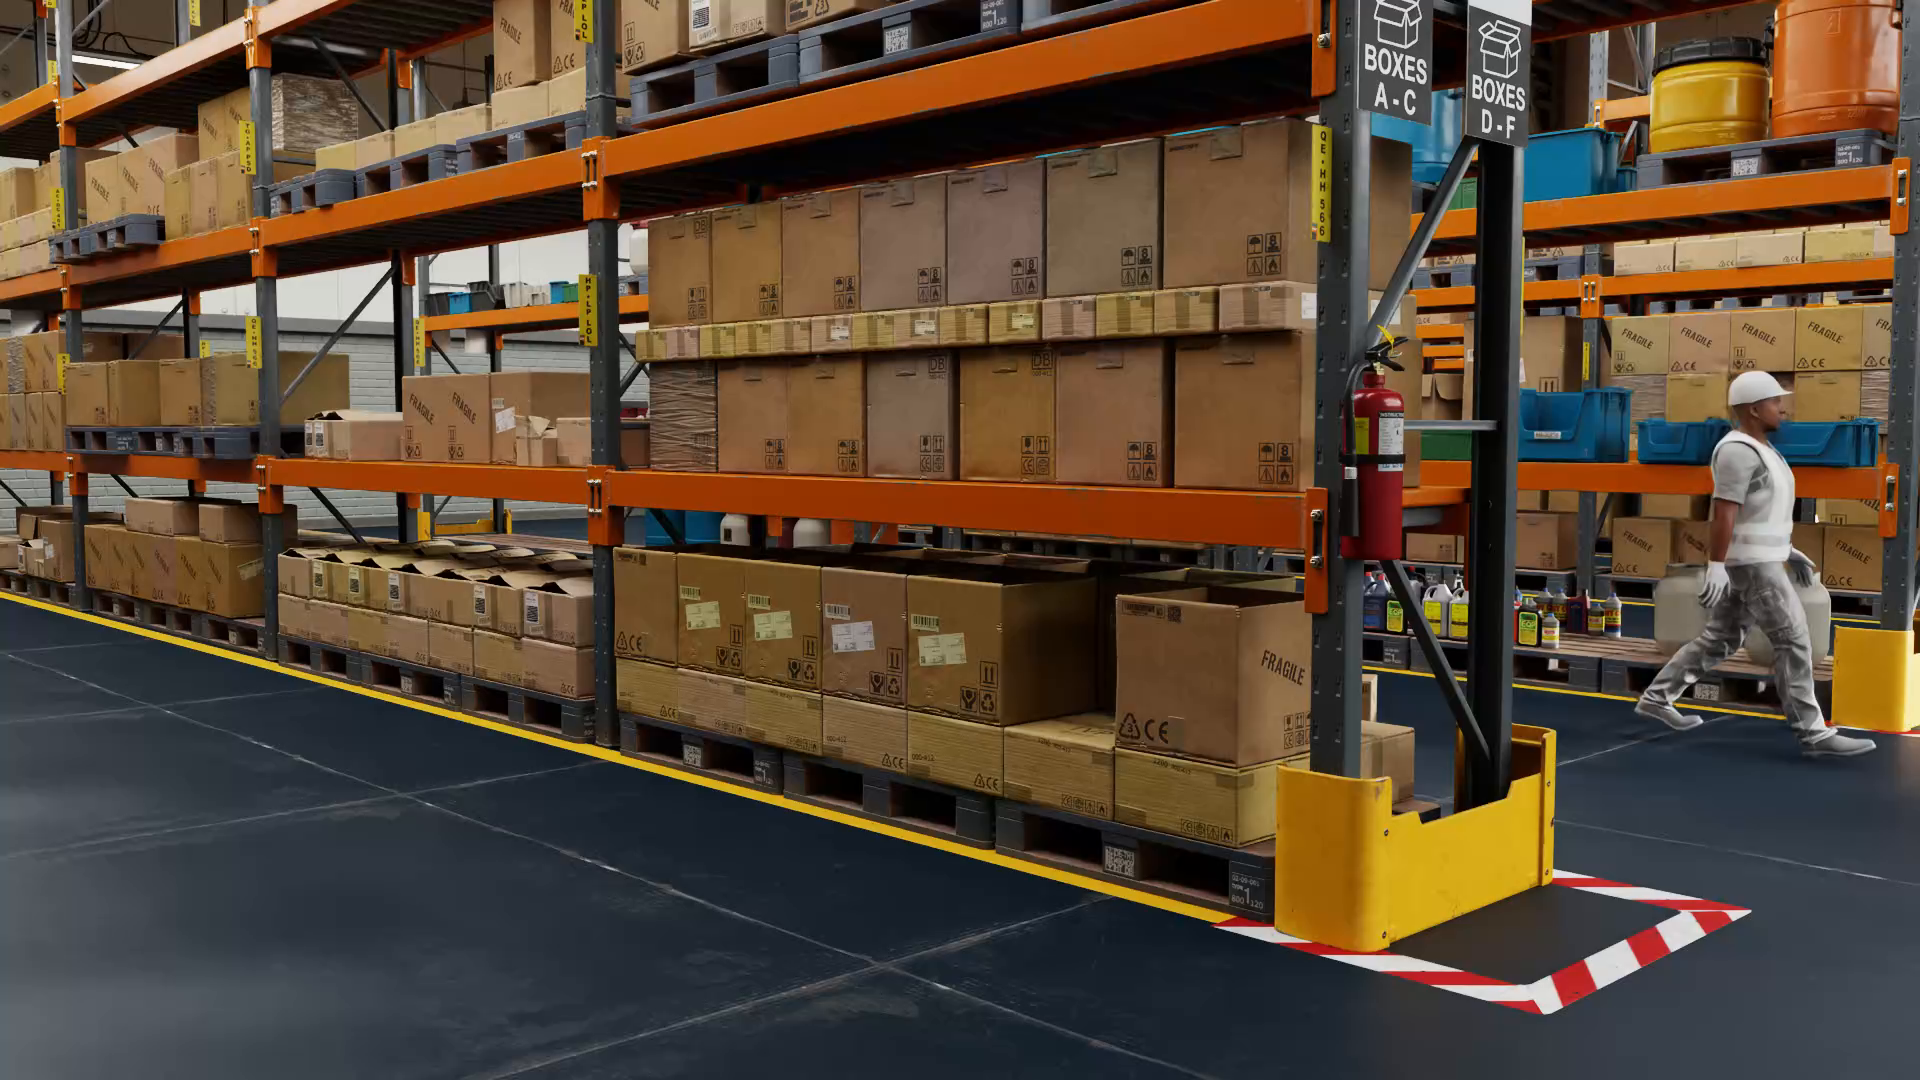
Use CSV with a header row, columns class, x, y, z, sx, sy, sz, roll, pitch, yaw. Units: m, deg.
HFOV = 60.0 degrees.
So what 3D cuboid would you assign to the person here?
class,x,y,z,sx,sy,sz,roll,pitch,yaw
person,3.660,0.100,7.648,1.038,1.746,0.603,2,5,32
